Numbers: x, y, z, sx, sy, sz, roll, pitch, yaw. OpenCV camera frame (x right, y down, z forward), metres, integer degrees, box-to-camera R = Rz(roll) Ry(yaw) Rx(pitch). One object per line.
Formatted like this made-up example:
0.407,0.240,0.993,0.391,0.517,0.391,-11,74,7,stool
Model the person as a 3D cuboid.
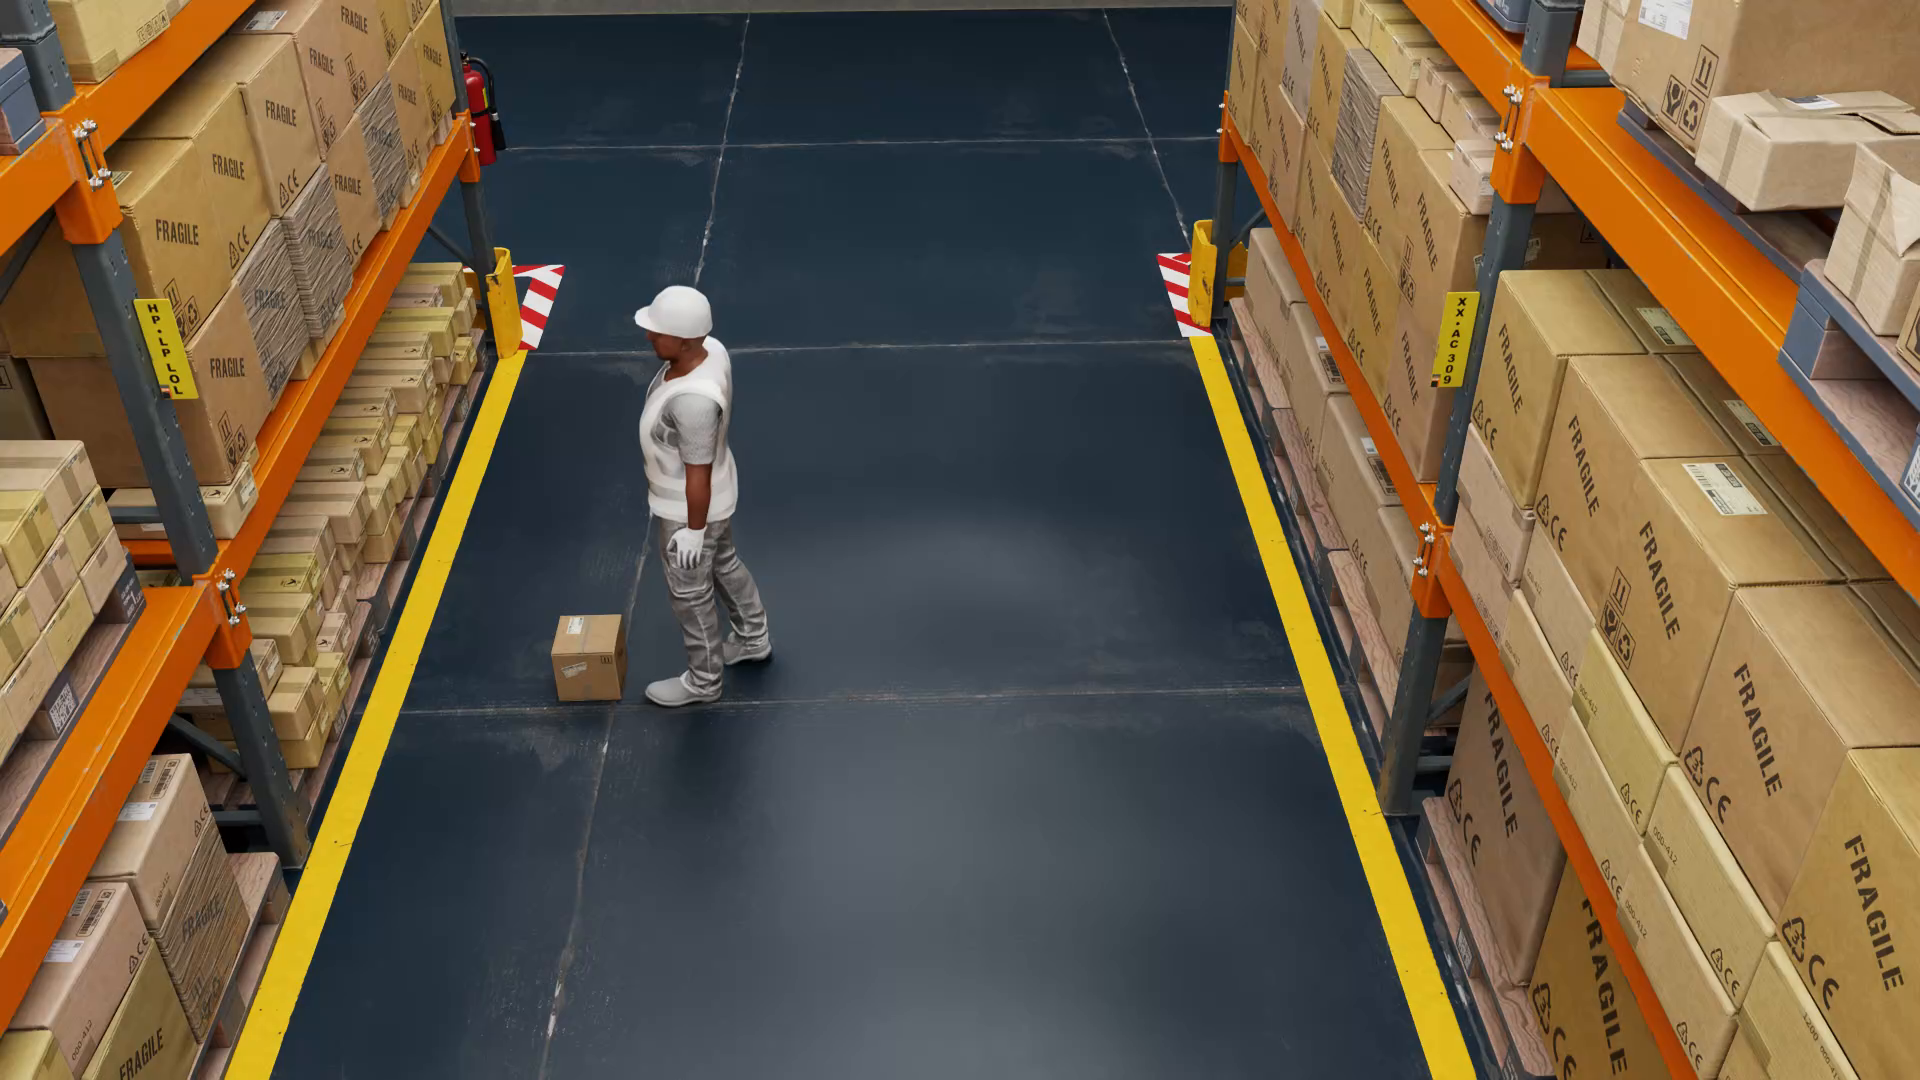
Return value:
-1.030,-0.147,6.350,0.497,1.804,0.558,-1,35,-2,person
